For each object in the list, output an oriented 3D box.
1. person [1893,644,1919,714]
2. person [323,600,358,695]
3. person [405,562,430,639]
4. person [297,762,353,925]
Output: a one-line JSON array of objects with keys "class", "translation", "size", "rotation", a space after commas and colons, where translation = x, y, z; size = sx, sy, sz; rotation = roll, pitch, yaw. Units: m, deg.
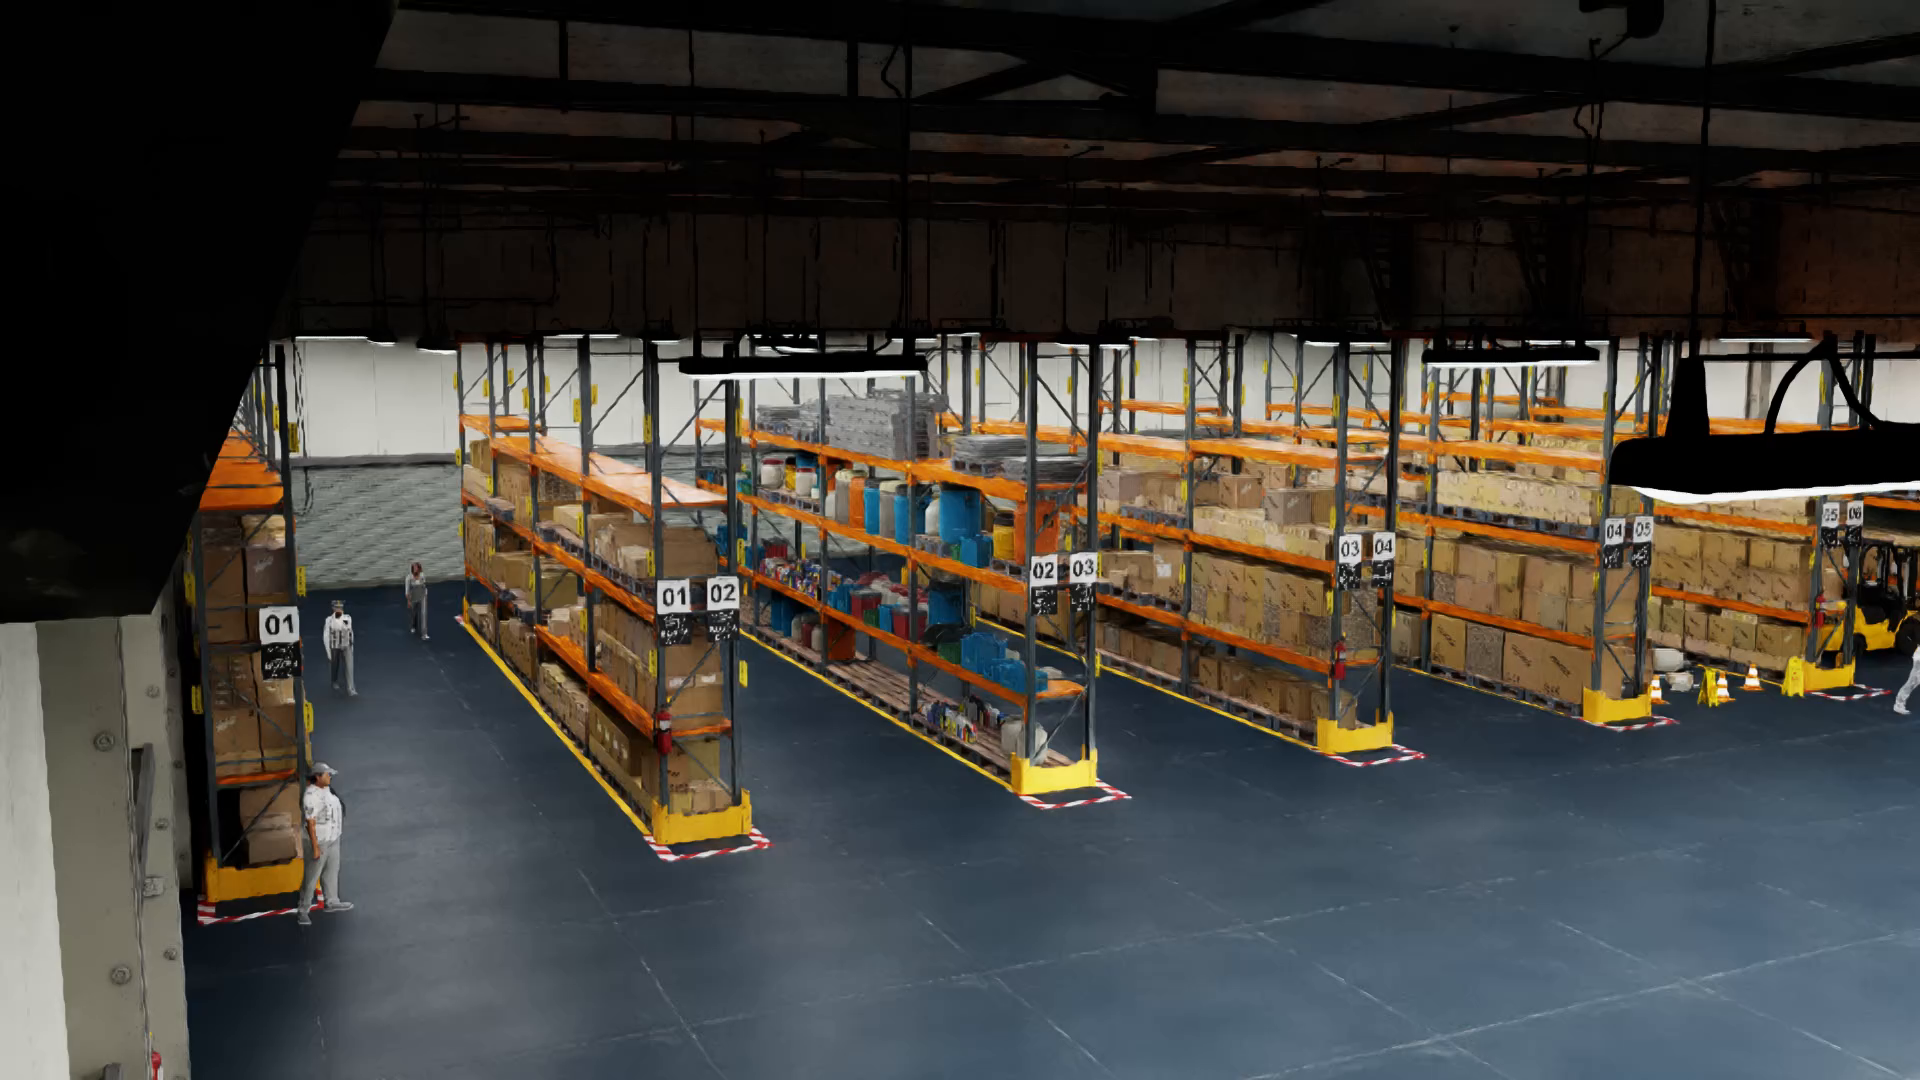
[{"class": "person", "translation": [15.370, 1.922, 26.388], "size": [0.704, 1.717, 0.810], "rotation": [-7, 10, -42]}, {"class": "person", "translation": [-10.384, 1.777, 27.828], "size": [0.498, 1.582, 1.058], "rotation": [-4, 9, -26]}, {"class": "person", "translation": [-10.691, 1.164, 32.706], "size": [0.417, 1.517, 1.036], "rotation": [-3, 8, -22]}, {"class": "person", "translation": [-6.752, 3.170, 17.502], "size": [0.436, 1.665, 0.645], "rotation": [0, 8, 2]}]
